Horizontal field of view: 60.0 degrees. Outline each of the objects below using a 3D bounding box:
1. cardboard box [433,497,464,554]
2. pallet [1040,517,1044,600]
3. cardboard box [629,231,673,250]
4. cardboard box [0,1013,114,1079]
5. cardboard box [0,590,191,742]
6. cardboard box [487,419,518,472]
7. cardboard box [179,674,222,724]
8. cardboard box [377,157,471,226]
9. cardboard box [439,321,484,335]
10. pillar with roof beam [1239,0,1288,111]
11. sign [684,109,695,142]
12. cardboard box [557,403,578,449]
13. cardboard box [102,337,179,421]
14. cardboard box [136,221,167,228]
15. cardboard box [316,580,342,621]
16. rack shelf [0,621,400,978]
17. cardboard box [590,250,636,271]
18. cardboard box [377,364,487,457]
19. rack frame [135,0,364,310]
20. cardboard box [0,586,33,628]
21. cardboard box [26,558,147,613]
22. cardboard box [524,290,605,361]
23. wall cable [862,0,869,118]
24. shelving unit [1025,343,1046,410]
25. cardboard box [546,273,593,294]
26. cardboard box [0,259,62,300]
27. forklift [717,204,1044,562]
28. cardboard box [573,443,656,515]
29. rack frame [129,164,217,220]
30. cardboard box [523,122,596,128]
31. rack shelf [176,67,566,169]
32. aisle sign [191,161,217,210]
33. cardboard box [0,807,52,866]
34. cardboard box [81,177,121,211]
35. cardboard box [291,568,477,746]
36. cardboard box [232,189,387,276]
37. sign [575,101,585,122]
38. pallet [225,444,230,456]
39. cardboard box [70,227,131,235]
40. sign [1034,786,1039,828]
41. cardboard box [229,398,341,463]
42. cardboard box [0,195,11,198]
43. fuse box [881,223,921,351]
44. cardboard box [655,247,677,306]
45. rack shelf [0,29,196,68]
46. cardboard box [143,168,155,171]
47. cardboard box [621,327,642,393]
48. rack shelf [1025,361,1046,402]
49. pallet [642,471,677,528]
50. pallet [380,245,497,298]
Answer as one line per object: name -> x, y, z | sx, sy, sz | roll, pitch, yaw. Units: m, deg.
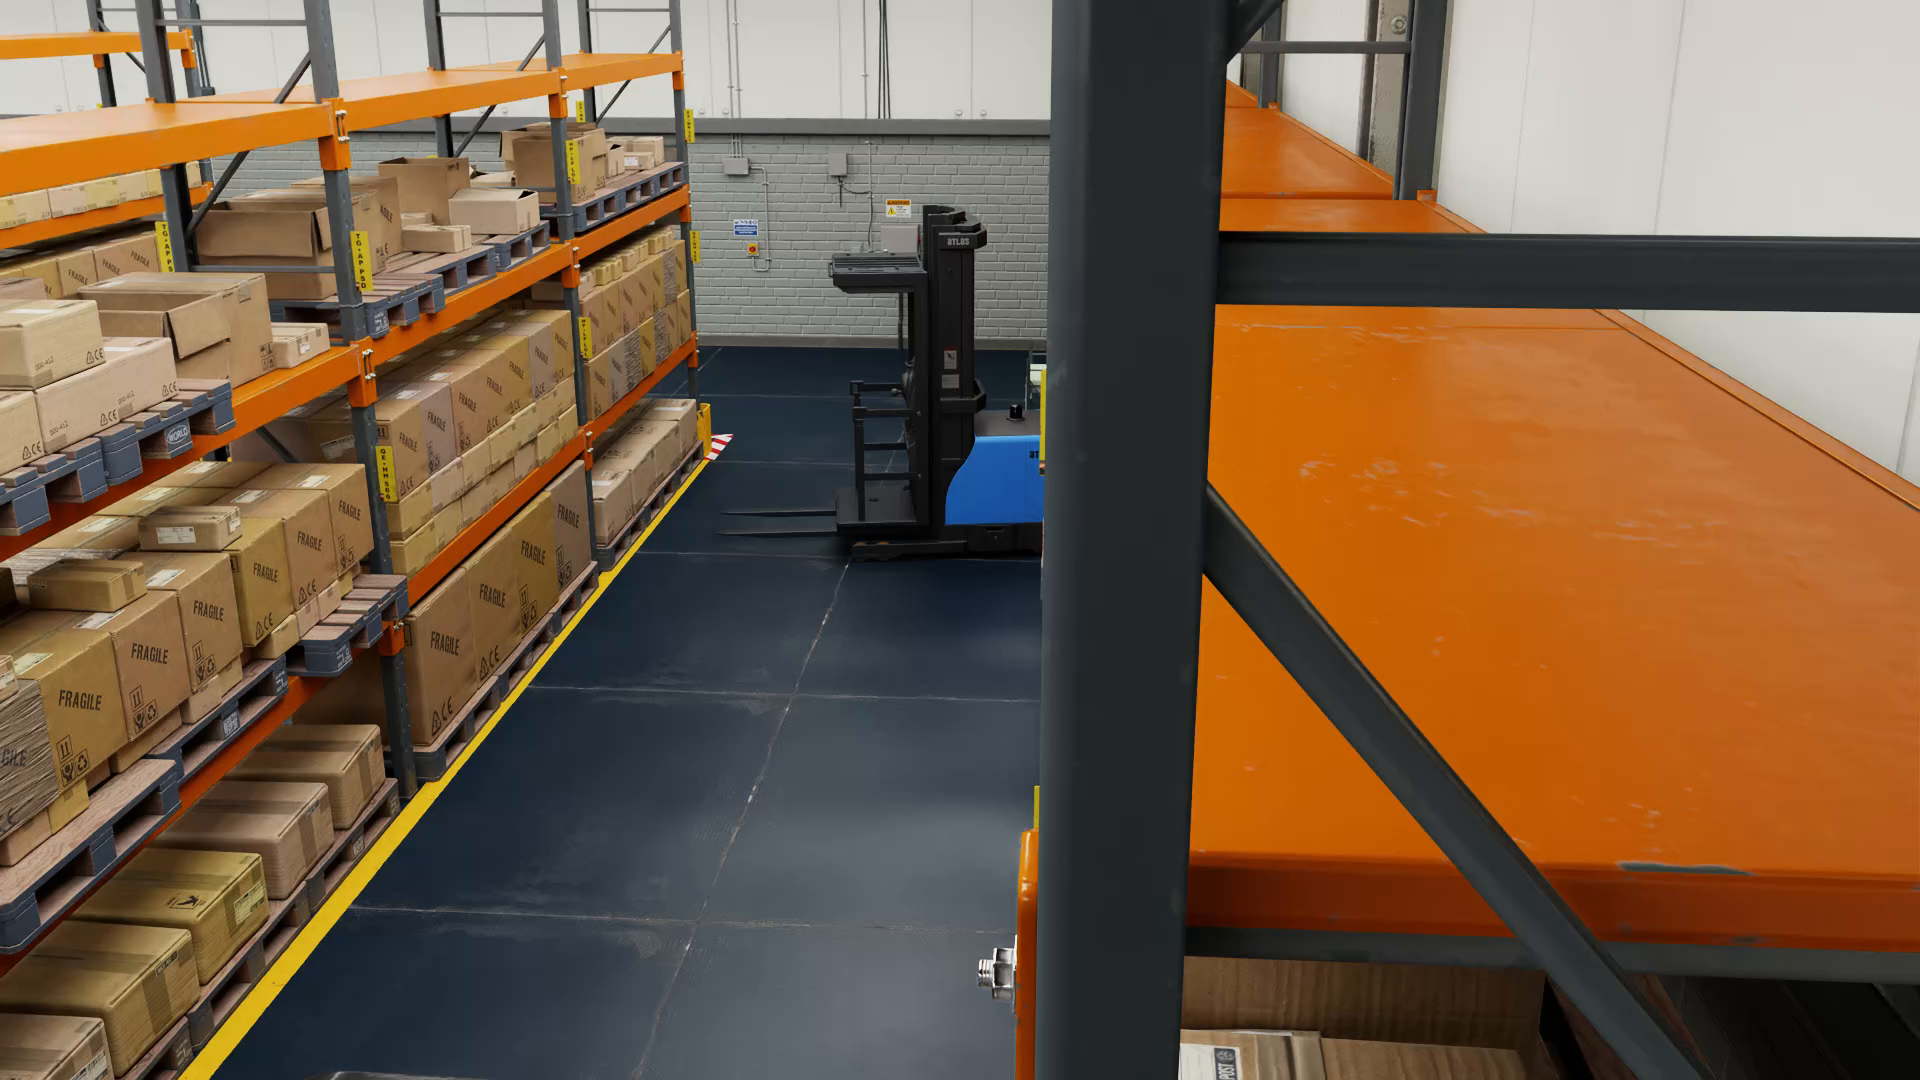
cardboard box -> -3.525, -0.109, 10.678 | 0.500, 0.250, 0.500 | 1, 18, 2
pallet -> 1.099, 0.115, 10.063 | 1.213, 0.211, 1.003 | 1, 18, 4
cardboard box -> -3.012, -2.912, 16.184 | 0.380, 0.149, 0.250 | 1, 18, 3
cardboard box -> -4.082, 2.255, 6.770 | 0.950, 0.372, 0.625 | 2, 18, 5
cardboard box -> -3.713, 0.532, 7.169 | 0.500, 0.500, 0.500 | 1, 18, 4
cardboard box -> -3.412, -0.664, 11.570 | 0.500, 0.250, 0.500 | 2, 18, 5
cardboard box -> -3.641, 0.720, 7.638 | 0.380, 0.149, 0.250 | 2, 18, 6
cardboard box -> -3.896, -2.521, 12.148 | 0.500, 0.500, 0.500 | 1, 18, 3
cardboard box -> -3.871, -1.350, 12.459 | 0.500, 0.500, 0.500 | 1, 18, 4
pillar with roof beam -> -1.937, -4.149, 13.134 | 9.100, 9.000, 0.400 | 1, 18, 4
sign -> -2.717, -4.150, 16.660 | 0.100, 0.325, 0.005 | 1, 18, 4
cardboard box -> -3.324, -0.900, 13.092 | 0.500, 0.250, 0.500 | 1, 18, 3
cardboard box -> -3.626, -0.672, 6.906 | 0.500, 0.250, 0.500 | 1, 18, 3
cardboard box -> -7.986, -2.954, 16.876 | 0.500, 0.500, 0.500 | 1, 18, 3
cardboard box -> -3.540, 0.317, 8.866 | 0.380, 0.149, 0.250 | 1, 18, 3
rack shelf -> -3.974, 1.089, 7.936 | 1.077, 0.370, 4.000 | 1, 18, 4
cardboard box -> -3.134, -2.512, 14.963 | 0.380, 0.149, 0.250 | 1, 18, 4
cardboard box -> -3.473, -0.859, 10.960 | 0.500, 0.500, 0.500 | 2, 18, 5
rack frame -> -3.830, -2.724, 8.786 | 1.000, 3.000, 0.127 | 1, 18, 4
cardboard box -> -4.236, 0.518, 7.214 | 0.500, 0.500, 0.500 | 2, 18, 6
cardboard box -> -3.755, 0.194, 7.159 | 0.380, 0.149, 0.250 | 2, 18, 7
cardboard box -> -3.268, -1.781, 13.775 | 0.500, 0.500, 0.500 | 1, 18, 4
wall cable -> -2.380, -6.964, 21.726 | 2.355, 3.000, 0.029 | 1, 18, 4
shelving unit -> 0.834, -1.045, 15.701 | 0.431, 1.500, 0.755 | 1, 18, 4
cardboard box -> -3.260, -2.119, 13.765 | 0.380, 0.149, 0.250 | 2, 18, 5
cardboard box -> -8.191, -2.155, 14.439 | 0.500, 0.500, 0.500 | 1, 18, 2
forklift -> -0.620, -1.377, 14.417 | 3.031, 2.935, 1.130 | -2, 18, -5
cardboard box -> -3.328, -0.569, 15.281 | 0.875, 0.438, 0.875 | 1, 18, 2
rack frame -> -8.201, -2.437, 17.544 | 1.000, 3.000, 0.127 | 1, 18, 4
cardboard box -> -3.551, -3.455, 14.839 | 0.500, 0.500, 0.500 | 2, 18, 5
rack shelf -> -3.687, -2.814, 10.856 | 1.077, 0.370, 4.000 | 1, 18, 4
aisle sign -> -7.897, -3.689, 17.188 | 0.394, 0.787, 0.004 | 1, 18, 4
cardboard box -> -3.762, 1.124, 6.405 | 0.380, 0.149, 0.250 | 2, 18, 5
cardboard box -> -8.067, -3.166, 15.193 | 0.500, 0.250, 0.500 | 2, 18, 6
cardboard box -> -3.698, 0.724, 10.635 | 0.875, 0.875, 0.875 | 1, 18, 3
cardboard box -> -3.949, -1.858, 10.123 | 0.700, 0.500, 0.500 | 0, 18, 1
sign -> -3.810, -4.251, 16.731 | 0.100, 0.325, 0.005 | 1, 18, 4
pallet -> -8.300, -0.837, 17.139 | 1.003, 0.211, 1.213 | 1, 18, 4
cardboard box -> -8.528, -2.811, 16.440 | 0.500, 0.500, 0.500 | 2, 18, 6
sign -> 0.292, 0.957, 5.454 | 0.100, 0.325, 0.005 | 1, 18, 4
cardboard box -> -4.054, -0.563, 10.057 | 0.500, 0.500, 0.500 | 1, 18, 2
cardboard box -> -8.214, -2.931, 13.671 | 0.500, 0.250, 0.500 | 2, 18, 6
fuse box -> -0.791, -3.406, 22.568 | 0.539, 1.711, 0.414 | 1, 18, 4
cardboard box -> -3.062, -2.563, 16.161 | 0.500, 0.500, 0.500 | 1, 18, 4
rack shelf -> -8.345, -4.324, 14.827 | 1.077, 0.370, 4.000 | 1, 18, 4
cardboard box -> -8.016, -3.722, 16.084 | 0.500, 0.250, 0.500 | 1, 18, 2
cardboard box -> -3.167, -1.614, 14.870 | 0.500, 0.500, 0.500 | 1, 18, 4
rack shelf -> 0.833, -1.415, 15.580 | 0.431, 0.370, 0.720 | 1, 18, 4
pallet -> -3.326, -0.405, 15.821 | 1.003, 0.211, 1.213 | 1, 18, 4
pallet -> -3.760, -1.758, 10.956 | 1.003, 0.211, 1.213 | 2, 18, 6
